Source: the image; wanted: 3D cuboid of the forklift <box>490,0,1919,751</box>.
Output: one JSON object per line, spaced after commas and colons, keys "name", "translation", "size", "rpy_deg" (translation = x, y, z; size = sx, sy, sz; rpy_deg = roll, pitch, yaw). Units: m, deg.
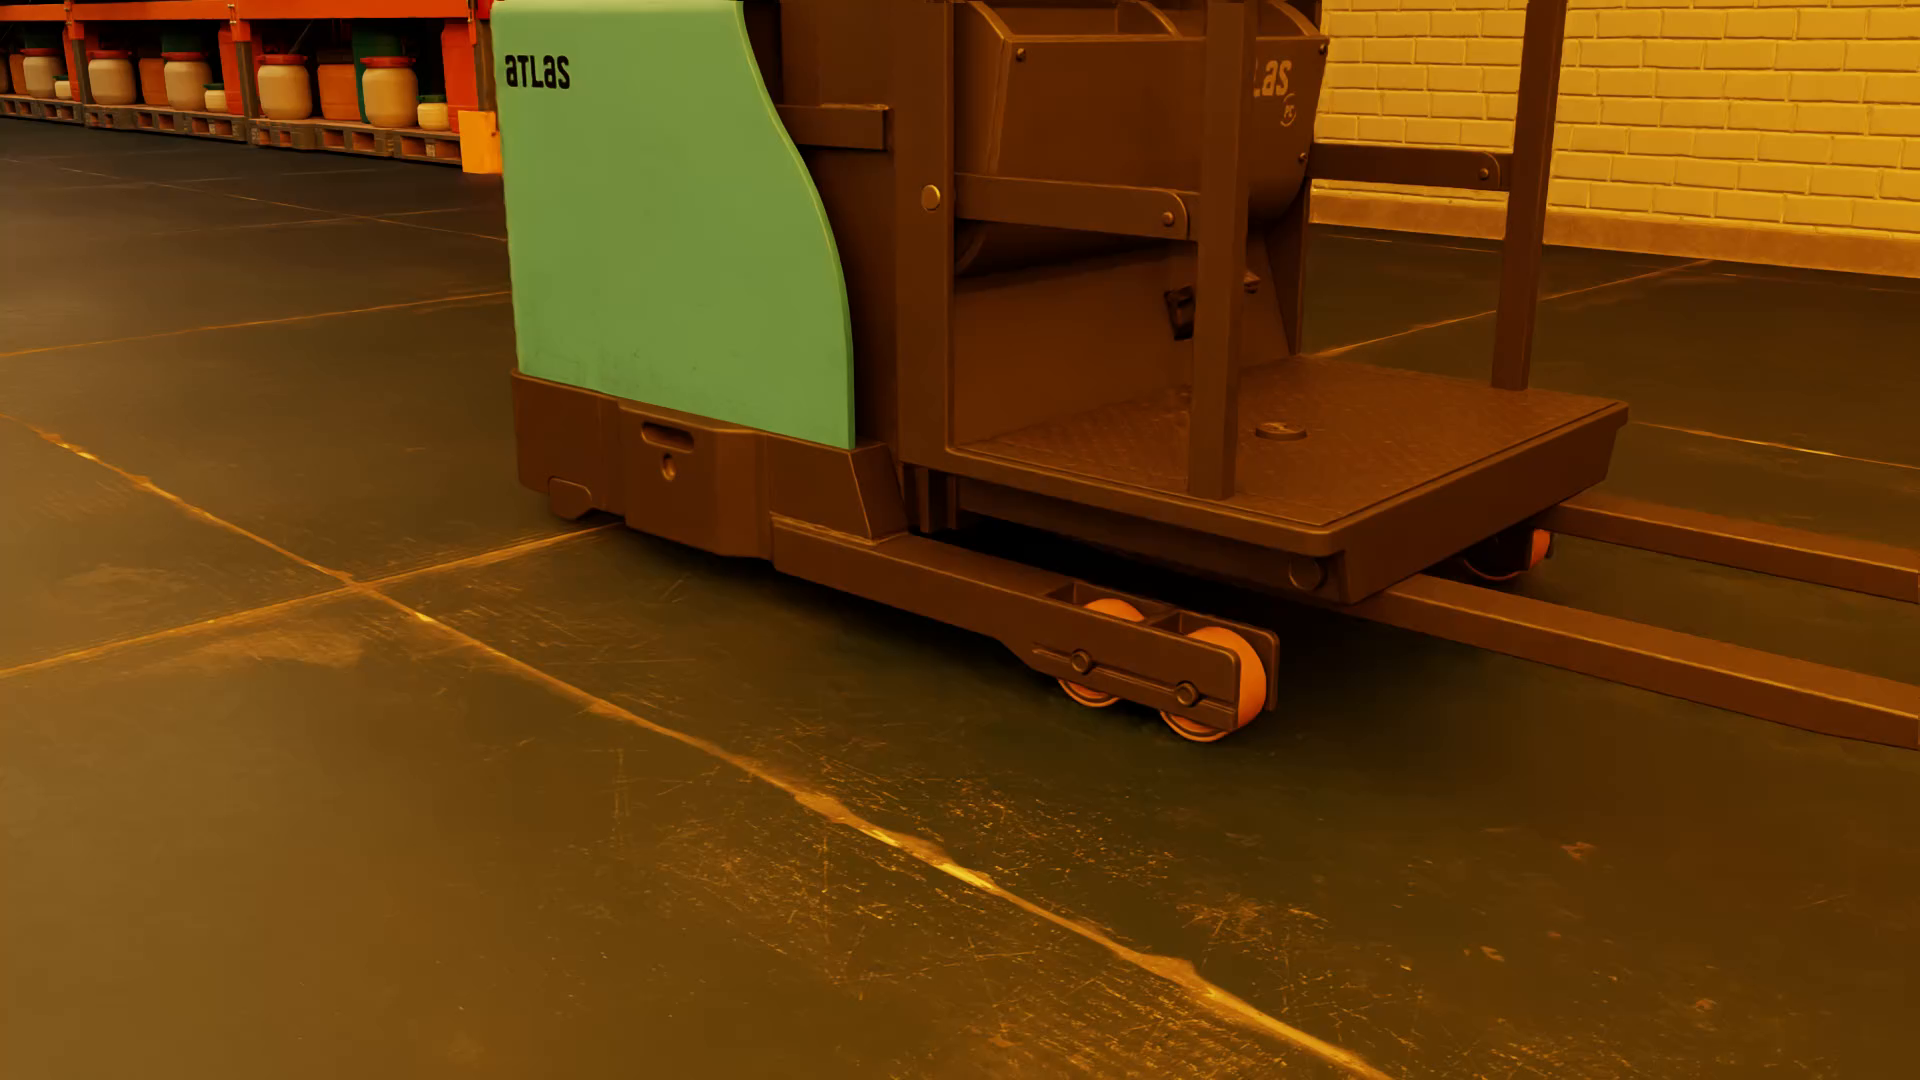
{"name": "forklift", "translation": [0.489, -1.279, 2.569], "size": [3.031, 2.935, 1.130], "rpy_deg": [15, 22, 40]}
